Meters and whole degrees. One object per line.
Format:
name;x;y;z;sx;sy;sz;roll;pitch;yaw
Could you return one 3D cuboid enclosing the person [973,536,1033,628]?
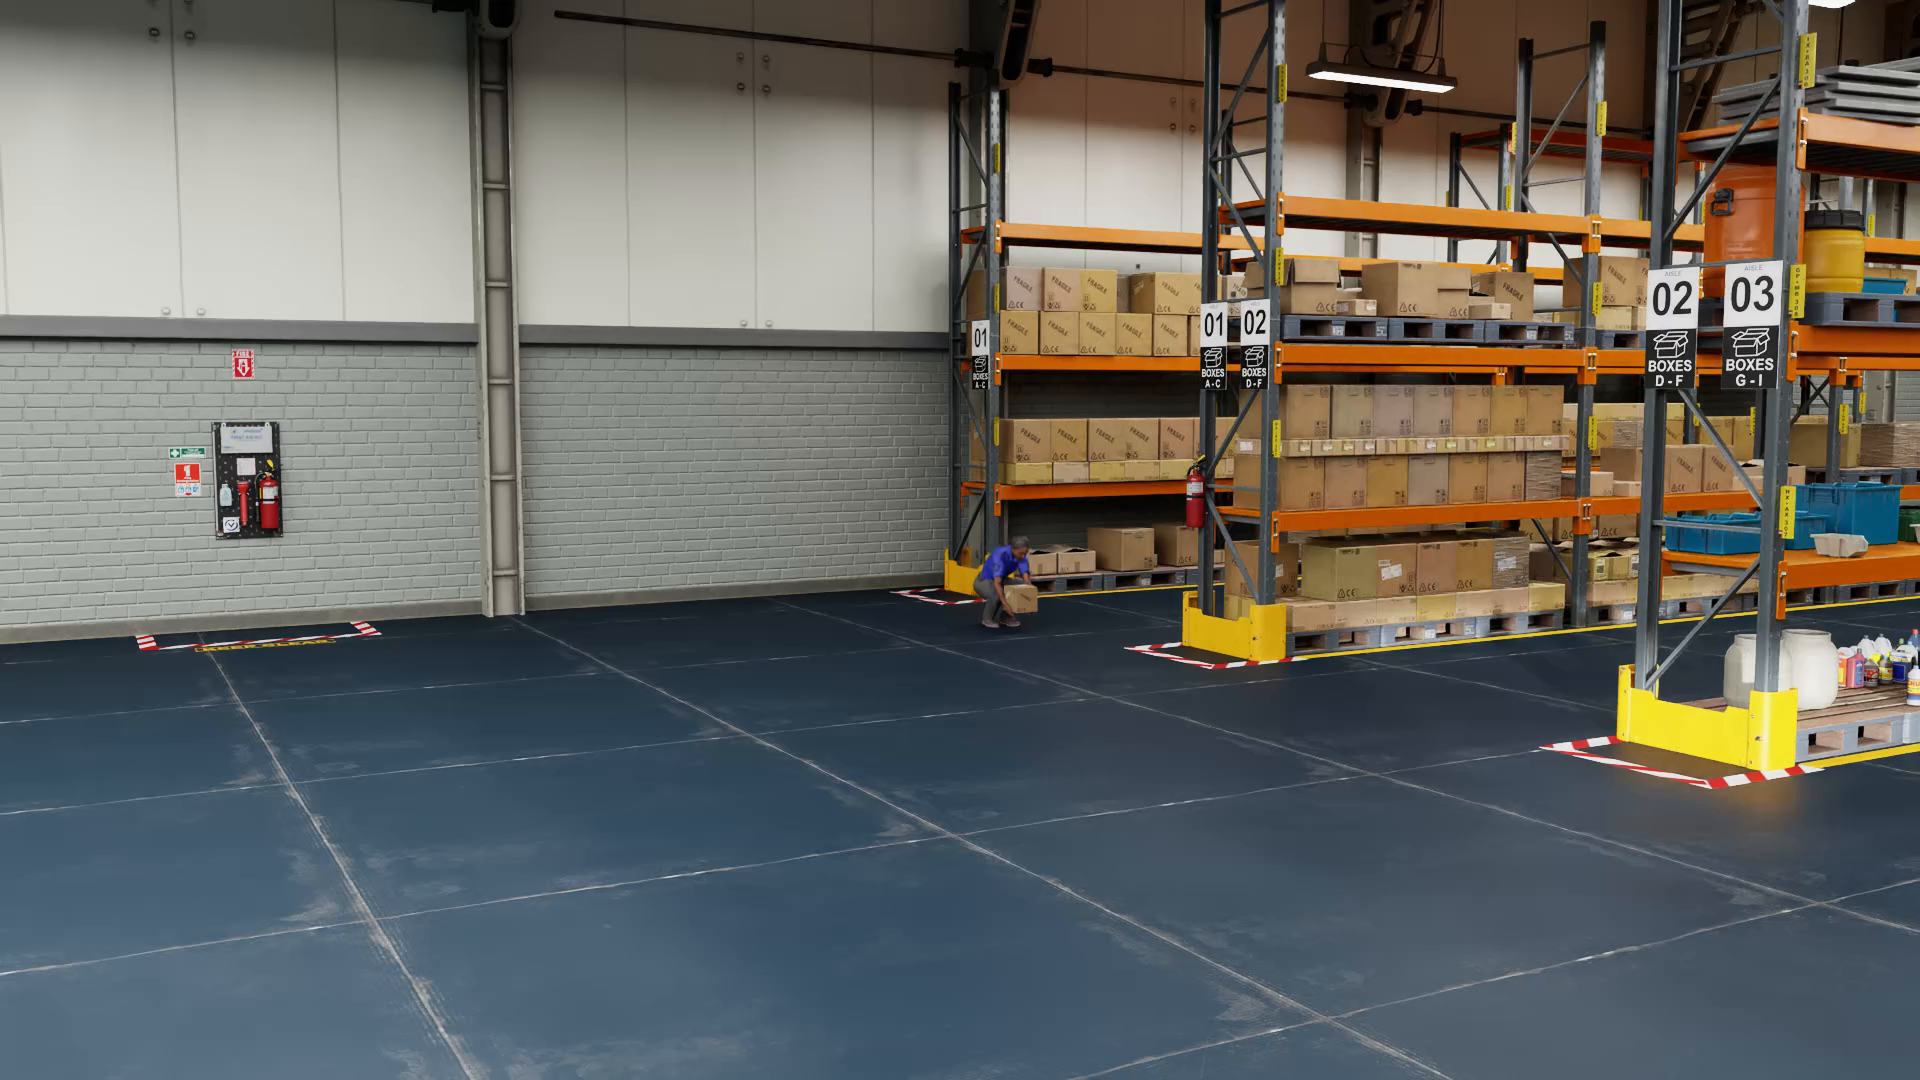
person;0.463;0.420;16.877;0.459;0.957;0.801;-3;6;-30
